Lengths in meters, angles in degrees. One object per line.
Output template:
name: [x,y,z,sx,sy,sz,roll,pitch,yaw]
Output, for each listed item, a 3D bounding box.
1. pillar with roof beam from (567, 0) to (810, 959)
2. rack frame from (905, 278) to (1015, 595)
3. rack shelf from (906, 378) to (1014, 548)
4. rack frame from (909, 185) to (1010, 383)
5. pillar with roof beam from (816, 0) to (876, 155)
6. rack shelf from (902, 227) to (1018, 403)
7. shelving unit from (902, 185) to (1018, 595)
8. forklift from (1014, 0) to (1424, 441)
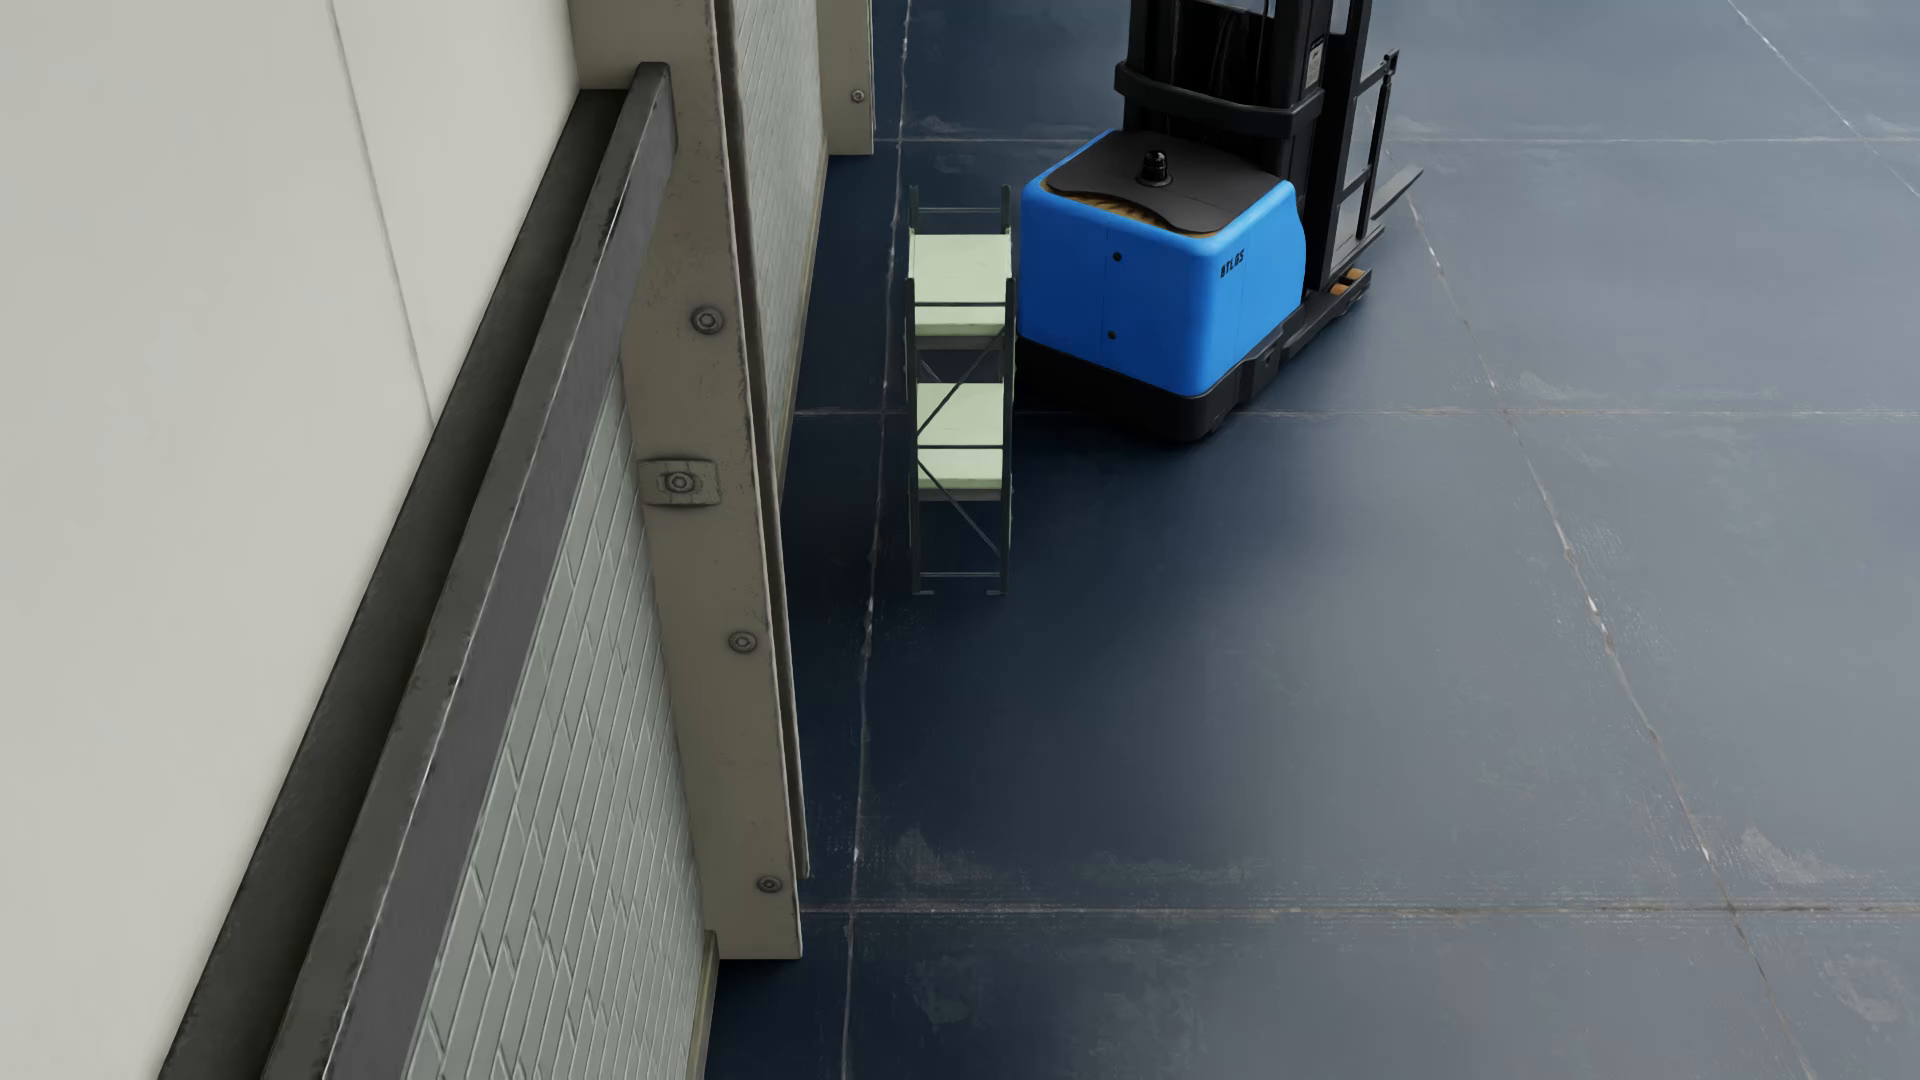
pillar with roof beam: [3.624,-2.249,2.861,9.100,9.000,0.400,0,39,0]
rack frame: [0.000,-0.361,6.501,0.400,1.500,0.023,0,39,0]
rack shelf: [0.000,-0.335,6.990,0.431,0.370,0.720,0,39,0]
rack frame: [0.000,-0.818,7.072,0.400,1.500,0.023,0,39,0]
pillar with roof beam: [3.617,-6.002,7.543,9.100,9.000,0.400,0,39,0]
rack shelf: [0.000,-0.894,6.542,0.431,0.370,0.720,0,39,0]
shelving unit: [0.000,-0.589,6.786,0.431,1.500,0.755,0,39,0]
forklift: [1.525,-2.480,8.001,1.130,2.935,3.031,24,45,27]
